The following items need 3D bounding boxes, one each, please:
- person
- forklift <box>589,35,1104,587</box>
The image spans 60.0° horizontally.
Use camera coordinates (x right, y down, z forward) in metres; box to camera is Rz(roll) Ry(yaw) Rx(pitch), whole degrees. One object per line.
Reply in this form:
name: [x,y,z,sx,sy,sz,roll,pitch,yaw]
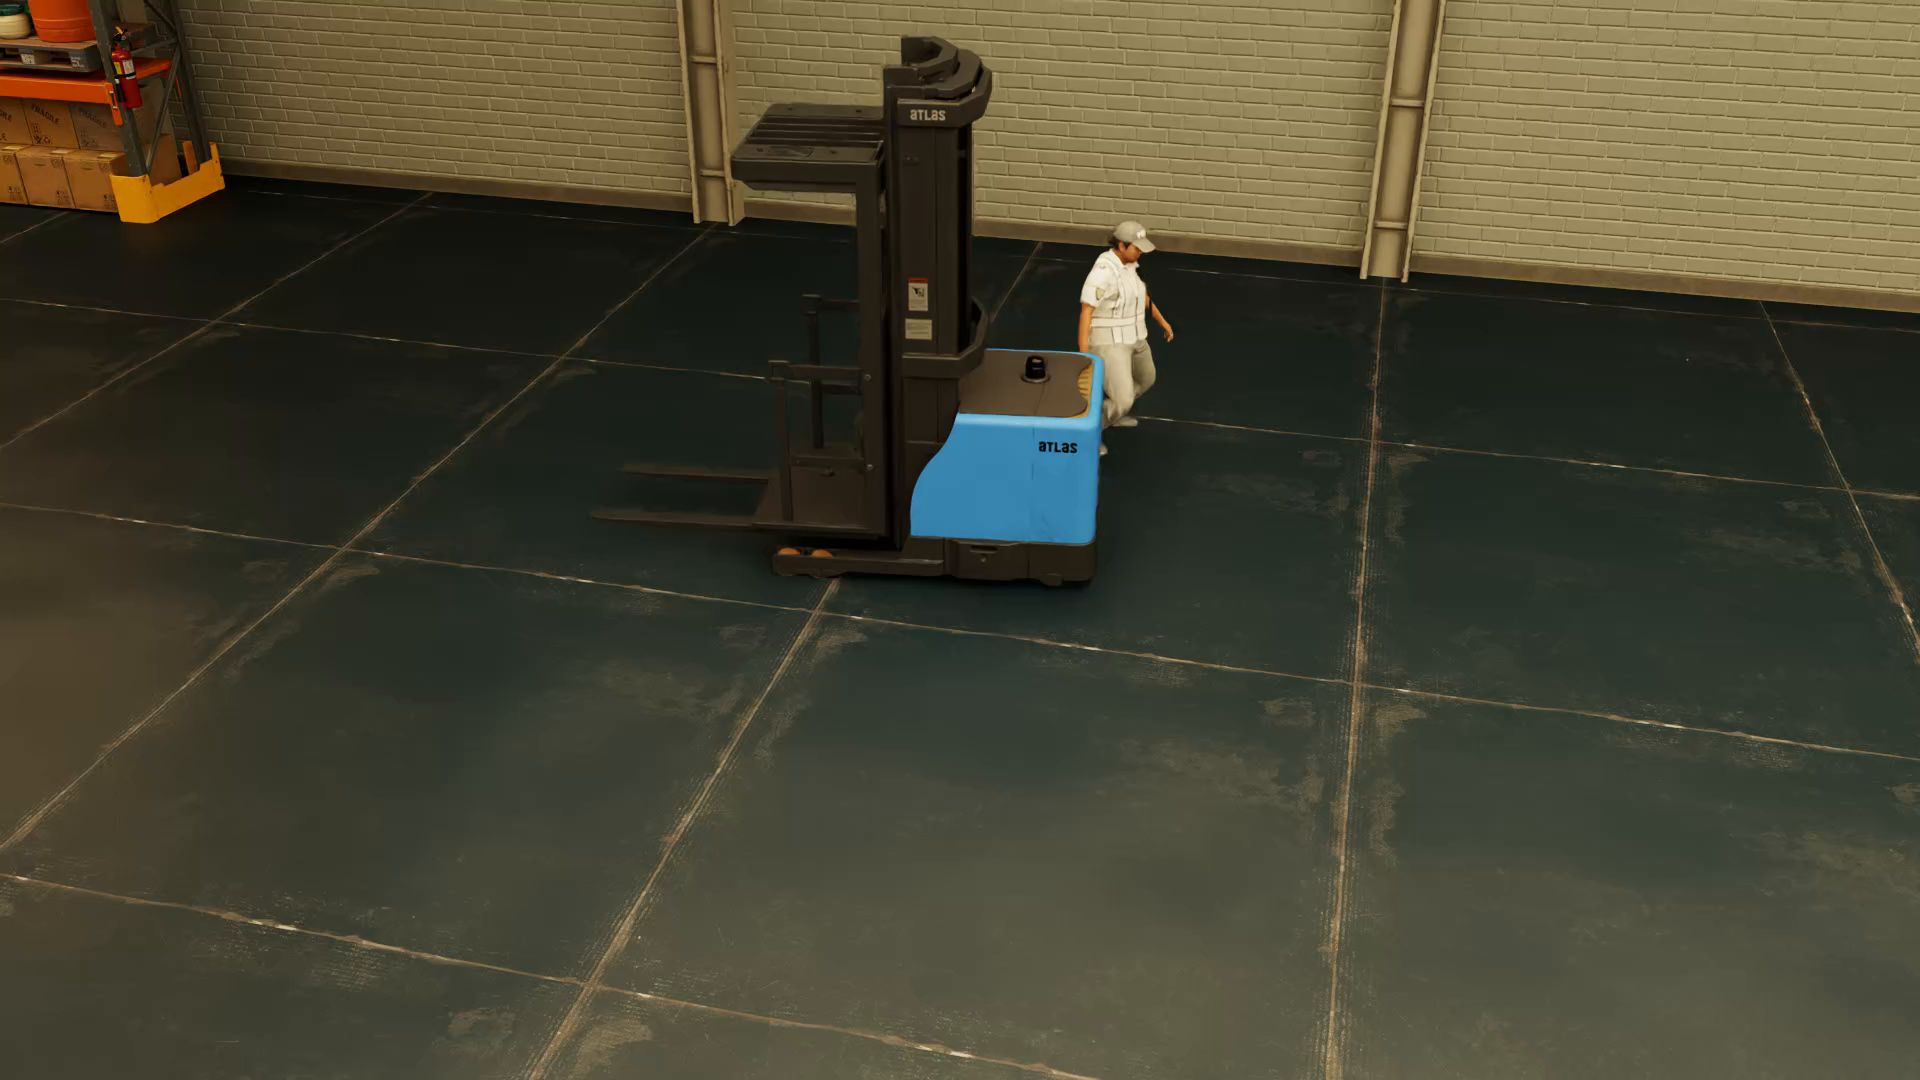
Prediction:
person: [1.053,-1.321,10.923,0.587,1.568,0.865,22,36,34]
forklift: [-0.679,-1.305,9.473,3.031,2.935,1.130,3,30,5]
